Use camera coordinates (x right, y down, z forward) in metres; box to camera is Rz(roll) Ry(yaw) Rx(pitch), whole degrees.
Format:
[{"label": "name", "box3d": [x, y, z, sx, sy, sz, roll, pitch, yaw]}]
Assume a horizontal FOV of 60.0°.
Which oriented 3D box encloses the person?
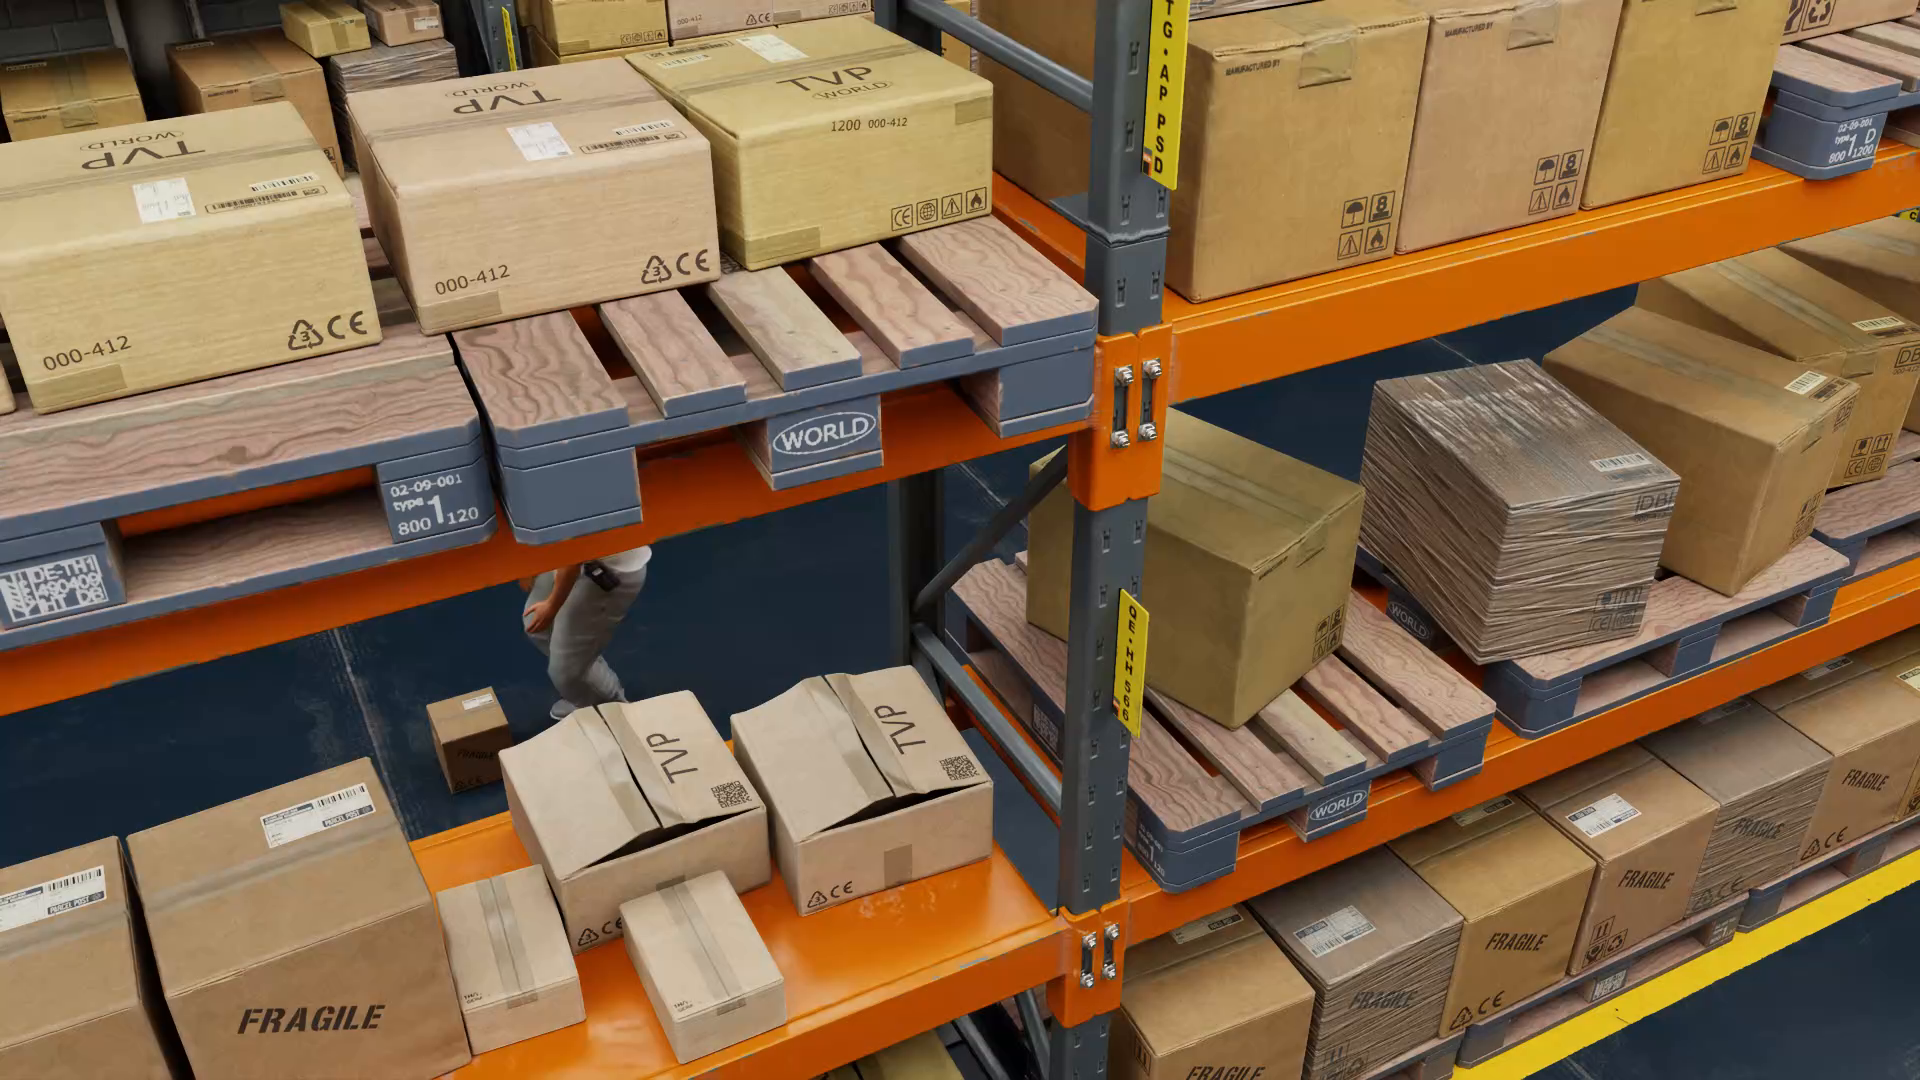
[{"label": "person", "box3d": [-1.426, 0.119, 6.082, 0.591, 1.541, 0.519, -15, 36, -22]}]
